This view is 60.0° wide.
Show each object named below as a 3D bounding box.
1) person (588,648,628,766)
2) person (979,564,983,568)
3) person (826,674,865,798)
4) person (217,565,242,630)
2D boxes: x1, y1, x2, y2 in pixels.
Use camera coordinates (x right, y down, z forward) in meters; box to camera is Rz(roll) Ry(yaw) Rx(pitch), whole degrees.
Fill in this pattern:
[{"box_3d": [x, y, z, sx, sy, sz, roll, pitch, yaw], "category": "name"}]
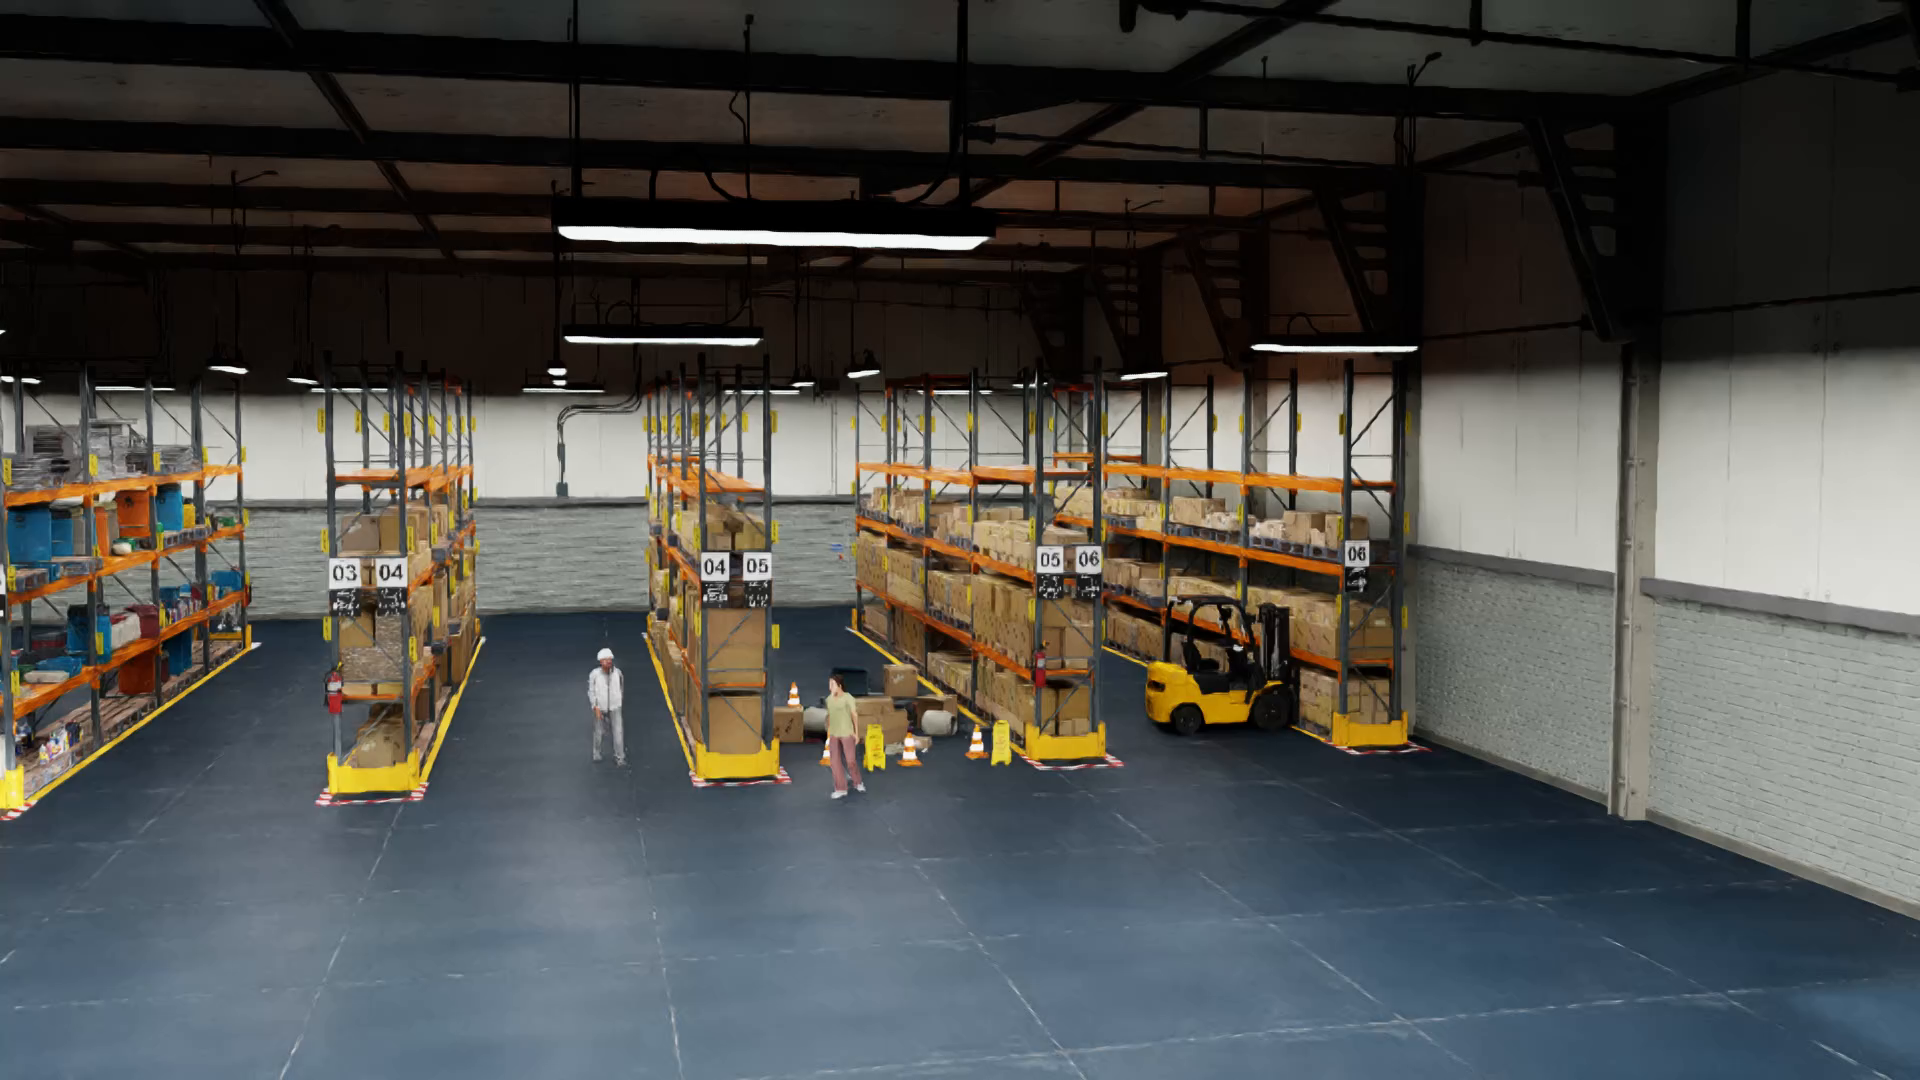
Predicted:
[{"box_3d": [-5.192, 2.439, 24.396, 0.538, 1.715, 1.026, -2, 4, -21], "category": "person"}, {"box_3d": [0.440, 1.038, 44.045, 0.696, 1.779, 0.460, 4, 5, 43], "category": "person"}, {"box_3d": [-1.549, 2.620, 22.437, 0.511, 1.655, 0.541, 2, 4, 23], "category": "person"}, {"box_3d": [-17.710, 1.403, 40.372, 0.472, 1.588, 0.589, 2, 5, 32], "category": "person"}]
